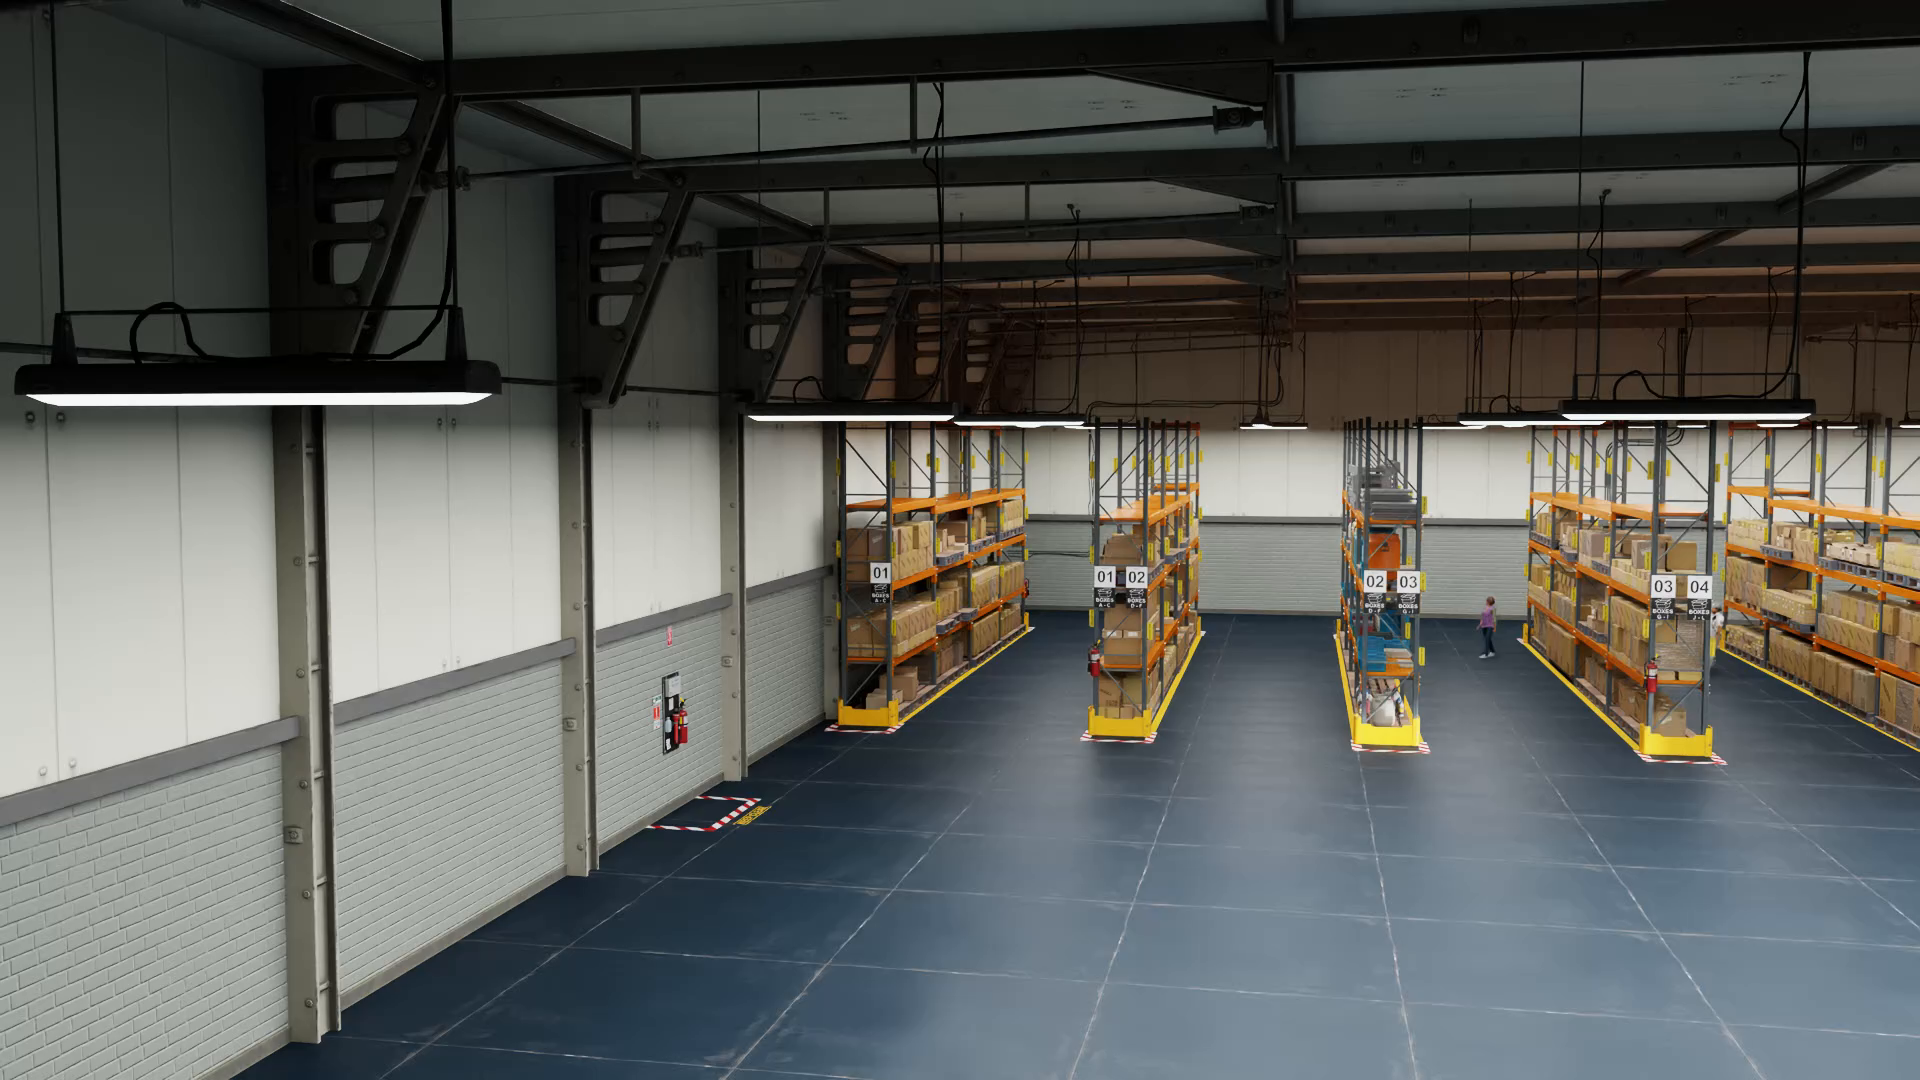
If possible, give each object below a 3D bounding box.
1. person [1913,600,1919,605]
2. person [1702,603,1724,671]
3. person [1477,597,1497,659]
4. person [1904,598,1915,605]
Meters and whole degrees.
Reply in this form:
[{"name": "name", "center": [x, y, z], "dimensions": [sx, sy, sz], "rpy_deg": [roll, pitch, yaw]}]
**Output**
[{"name": "person", "center": [26.136, 1.928, 45.134], "dimensions": [0.578, 1.712, 0.534], "rpy_deg": [0, 4, 1]}, {"name": "person", "center": [18.025, 2.318, 39.917], "dimensions": [0.720, 1.634, 0.502], "rpy_deg": [-2, 4, -25]}, {"name": "person", "center": [13.334, 2.205, 42.061], "dimensions": [0.858, 1.553, 0.471], "rpy_deg": [-3, 5, -37]}, {"name": "person", "center": [23.091, 2.268, 40.488], "dimensions": [0.562, 1.705, 0.688], "rpy_deg": [-1, 4, -10]}]
